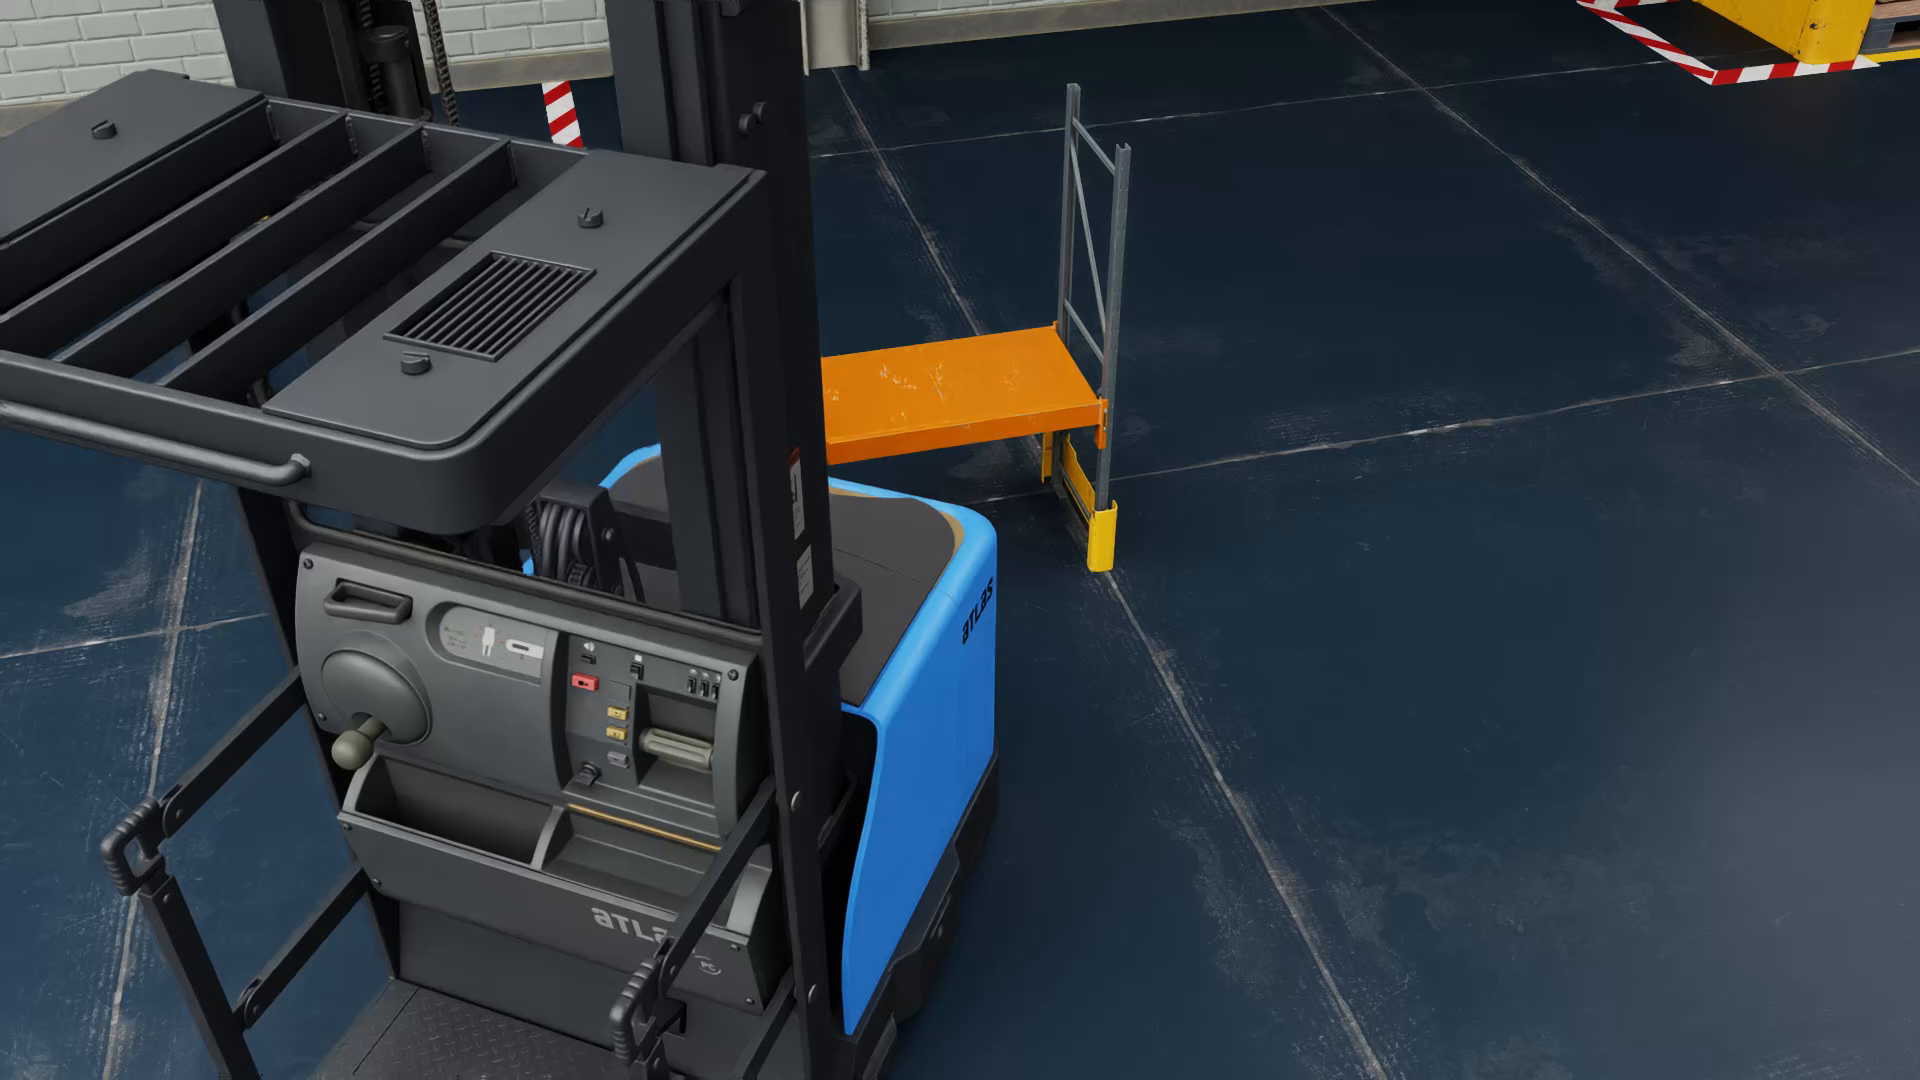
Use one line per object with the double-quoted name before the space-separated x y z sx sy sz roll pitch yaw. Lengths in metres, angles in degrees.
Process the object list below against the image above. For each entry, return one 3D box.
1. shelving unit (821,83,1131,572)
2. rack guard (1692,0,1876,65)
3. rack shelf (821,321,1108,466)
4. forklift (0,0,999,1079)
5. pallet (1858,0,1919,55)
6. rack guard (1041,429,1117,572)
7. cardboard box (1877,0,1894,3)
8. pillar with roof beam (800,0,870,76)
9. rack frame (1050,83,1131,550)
"shelving unit" -0.074 -0.584 5.279 1.083 1.500 0.587 -9 38 -12
"rack guard" 4.691 -3.184 9.500 0.348 0.500 1.175 -9 38 -12
"rack shelf" -0.082 -0.439 5.386 1.000 0.185 0.538 -9 38 -12
"forklift" -0.883 0.357 2.870 1.130 2.935 3.031 13 39 16
"pallet" 5.484 -3.177 9.729 1.213 0.211 1.003 -9 38 -12
"rack guard" 0.407 -0.166 5.761 0.087 0.250 0.587 -9 38 -12
"cardboard box" 5.309 -3.328 9.482 0.500 0.311 0.500 -14 39 -17
"pillar with roof beam" 0.398 -3.690 3.167 0.400 9.000 9.100 -9 38 -12
"rack frame" 0.408 -0.663 5.382 0.032 1.500 0.500 -9 38 -12
